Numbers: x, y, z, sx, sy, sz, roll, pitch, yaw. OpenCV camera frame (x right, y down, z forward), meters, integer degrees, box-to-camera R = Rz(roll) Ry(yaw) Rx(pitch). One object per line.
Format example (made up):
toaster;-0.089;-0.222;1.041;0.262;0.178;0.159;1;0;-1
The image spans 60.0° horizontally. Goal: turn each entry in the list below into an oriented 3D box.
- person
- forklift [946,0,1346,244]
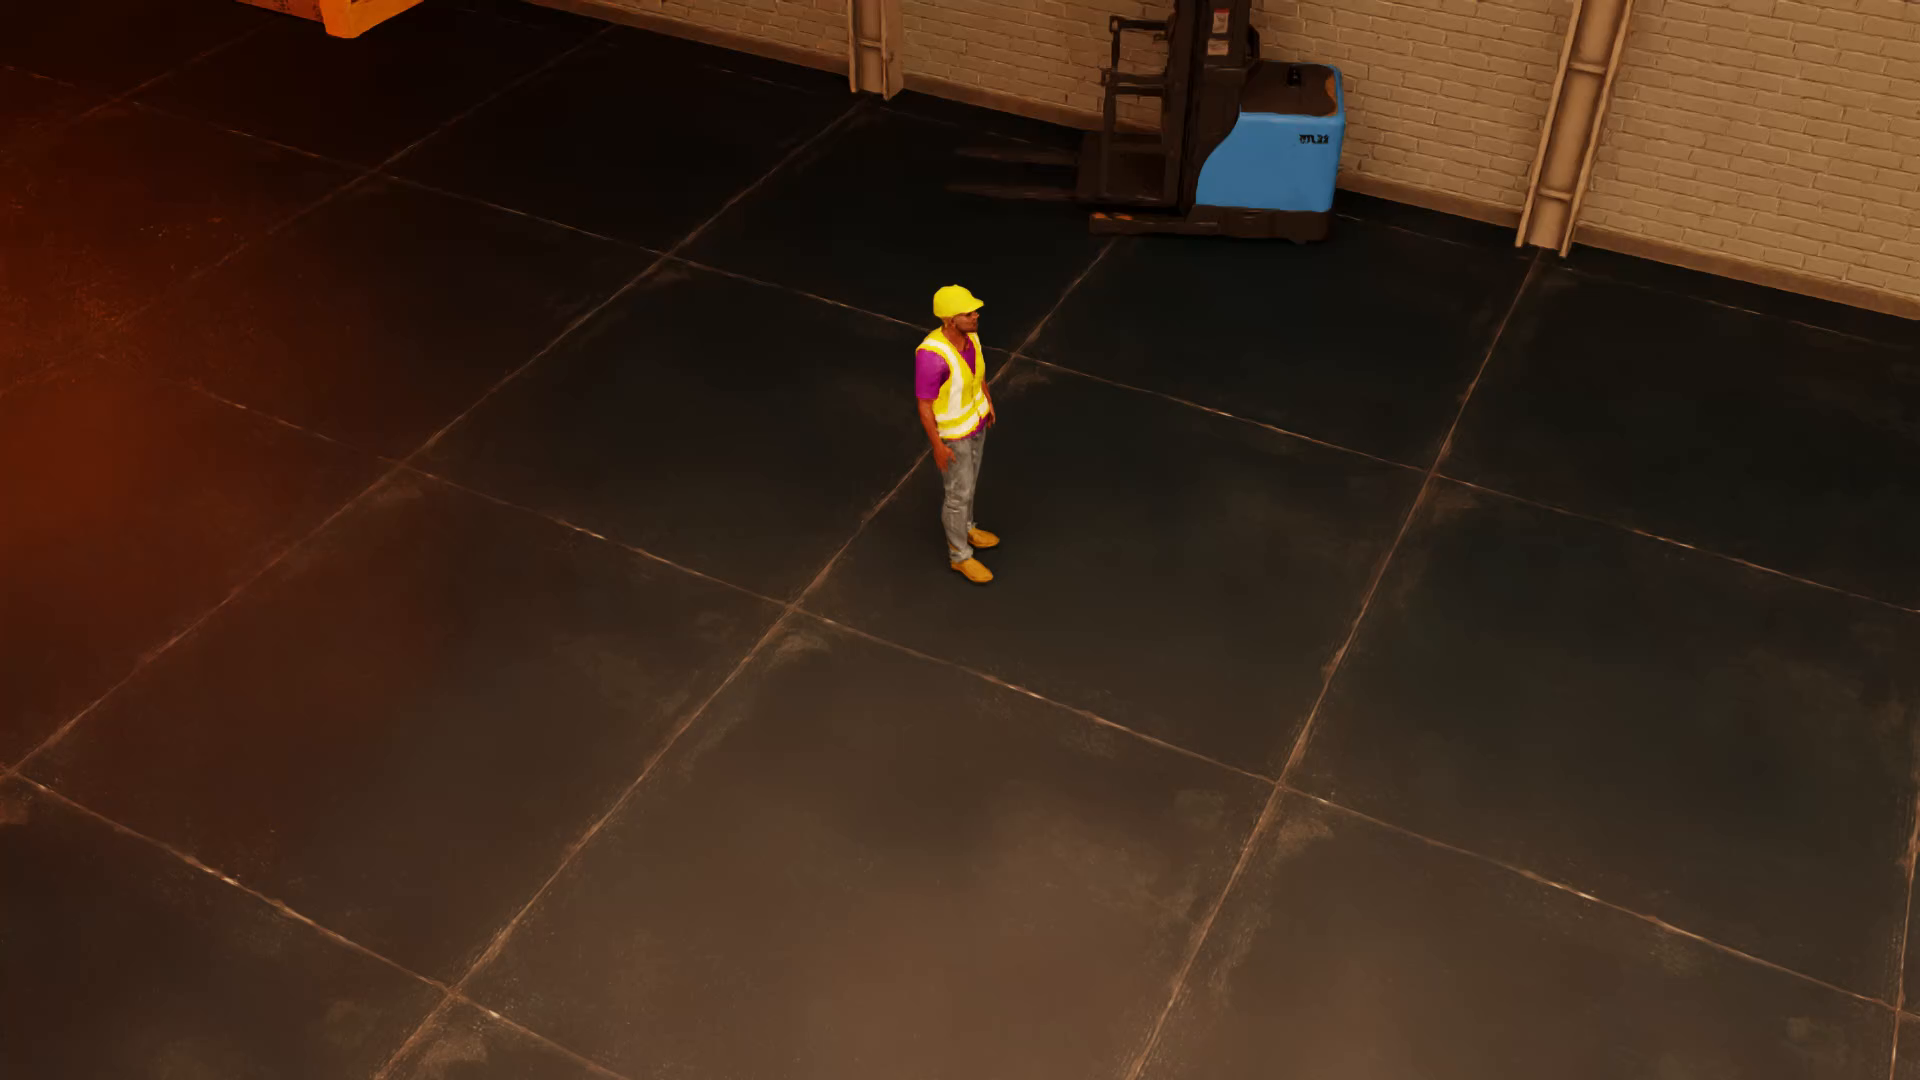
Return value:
person;-0.010;-0.703;9.669;0.419;1.707;0.665;18;43;21
forklift;1.435;-3.845;12.552;3.031;2.935;1.130;5;40;6
